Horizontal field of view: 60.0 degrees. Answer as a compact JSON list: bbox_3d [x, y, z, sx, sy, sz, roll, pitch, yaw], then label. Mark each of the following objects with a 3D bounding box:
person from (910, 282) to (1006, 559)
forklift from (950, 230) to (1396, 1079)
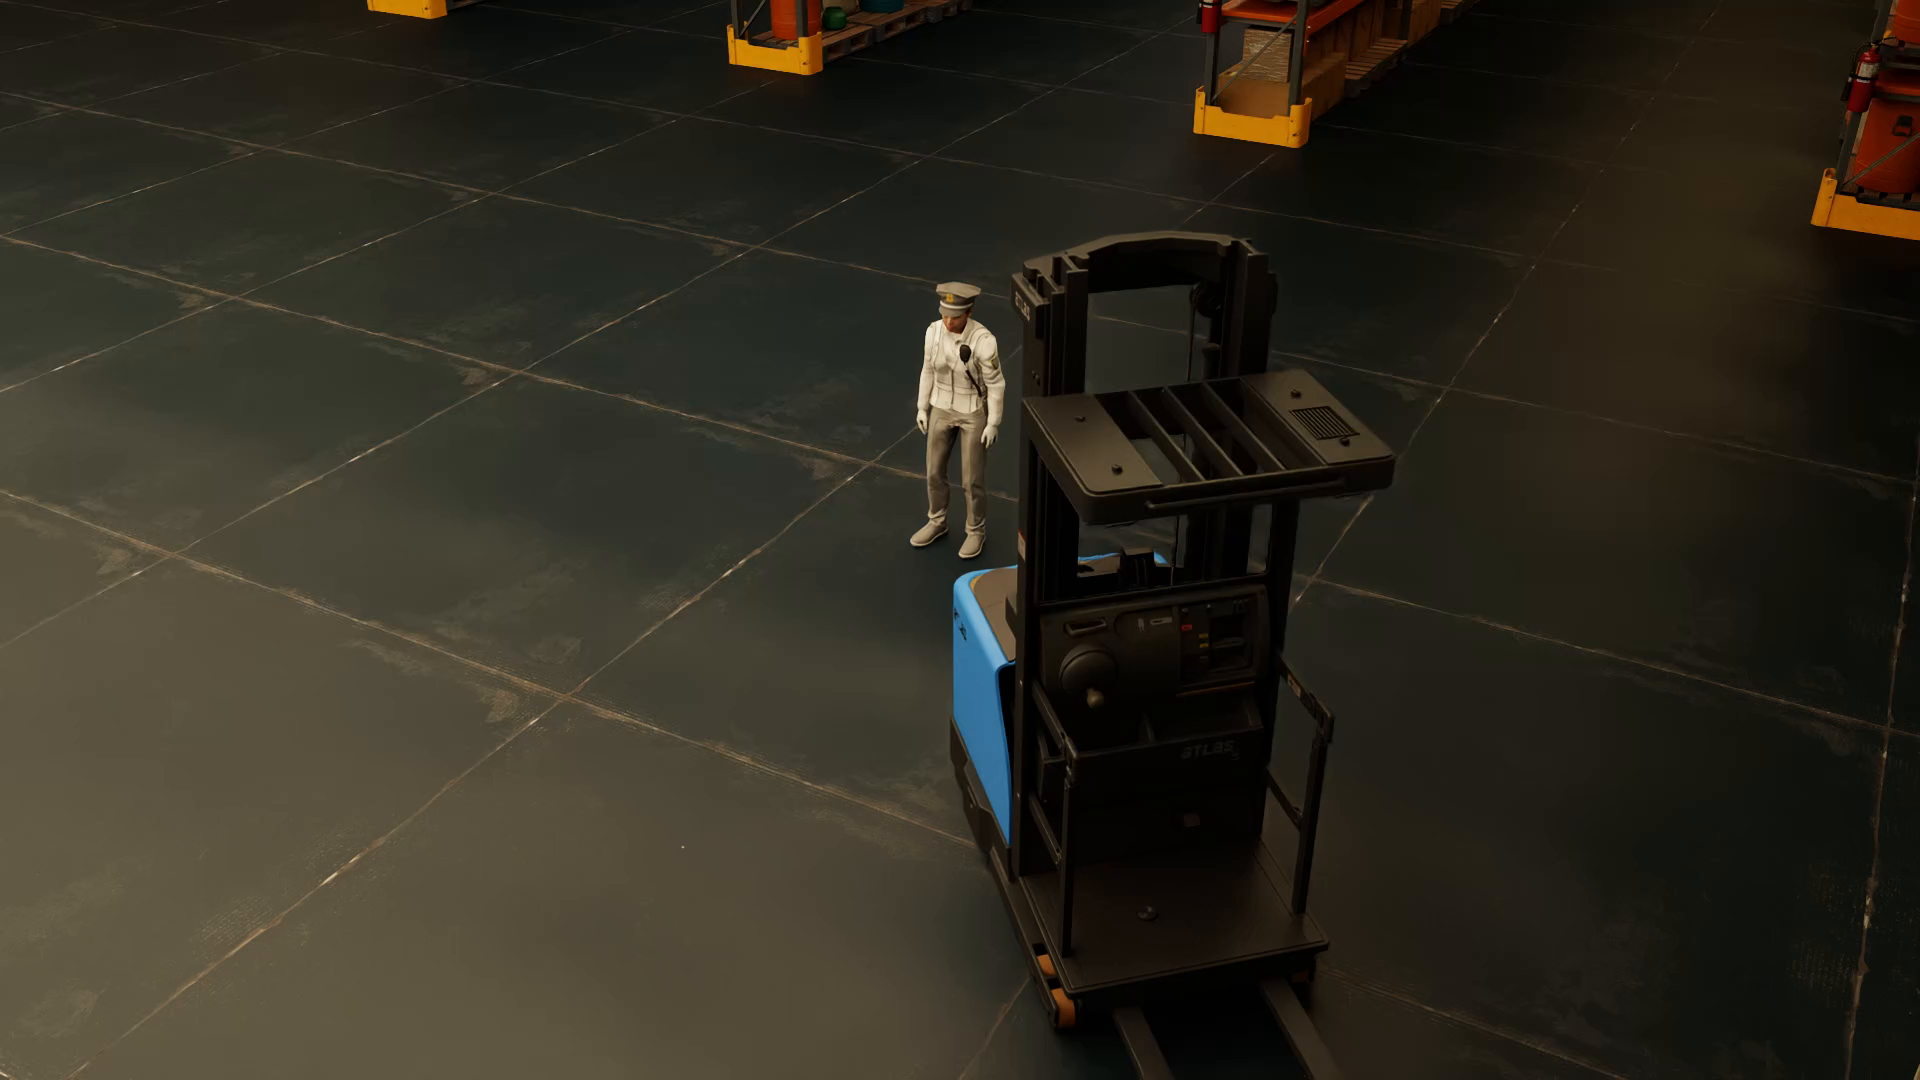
[{"bbox_3d":[-0.005,-0.704,9.561,0.529,1.663,0.372,14,33,23],"label":"person"},{"bbox_3d":[0.817,0.464,6.267,1.130,2.935,3.031,-7,31,-13],"label":"forklift"}]
